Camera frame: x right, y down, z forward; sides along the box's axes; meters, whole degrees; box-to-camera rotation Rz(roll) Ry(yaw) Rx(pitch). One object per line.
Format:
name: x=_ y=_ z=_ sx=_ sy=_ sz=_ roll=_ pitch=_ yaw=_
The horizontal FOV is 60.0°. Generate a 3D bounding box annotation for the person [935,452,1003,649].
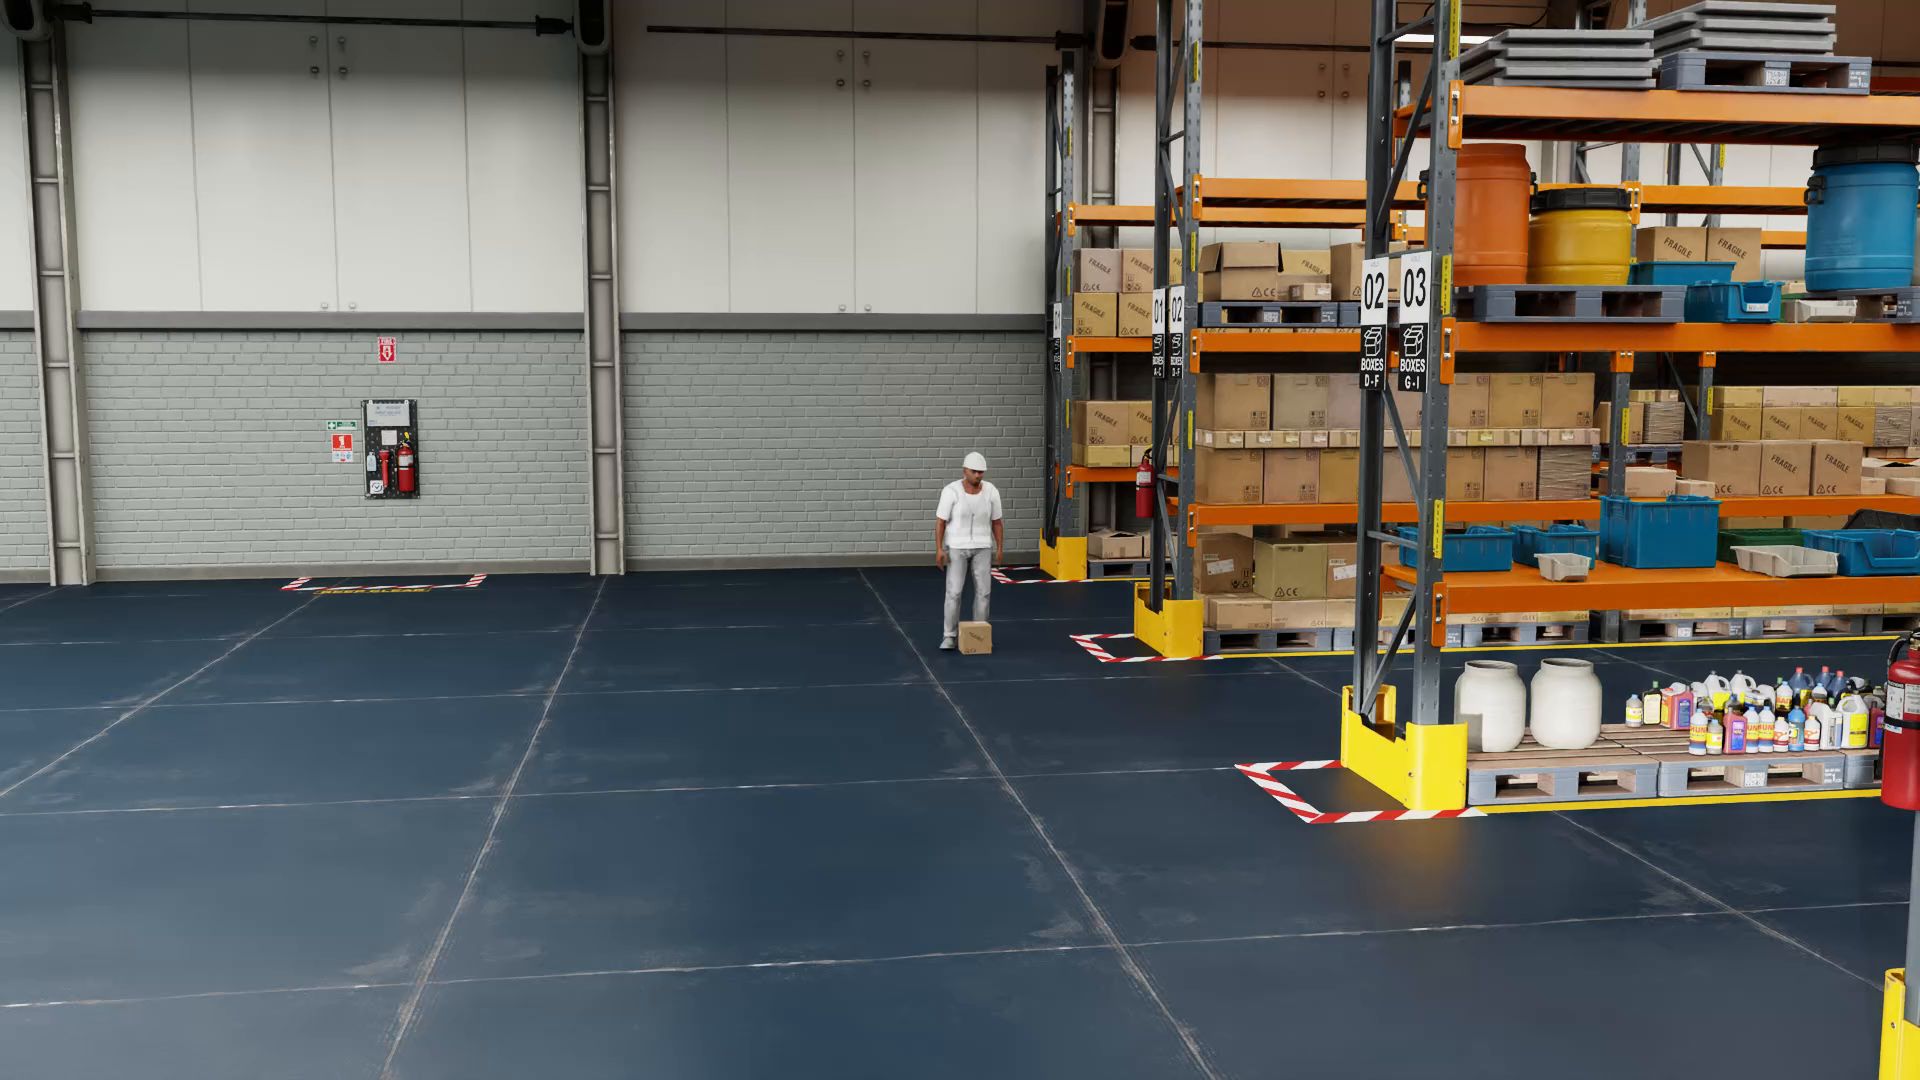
person: x=0.090 y=0.090 z=14.844 sx=0.629 sy=1.759 sz=0.461 roll=-1 pitch=7 yaw=-12
